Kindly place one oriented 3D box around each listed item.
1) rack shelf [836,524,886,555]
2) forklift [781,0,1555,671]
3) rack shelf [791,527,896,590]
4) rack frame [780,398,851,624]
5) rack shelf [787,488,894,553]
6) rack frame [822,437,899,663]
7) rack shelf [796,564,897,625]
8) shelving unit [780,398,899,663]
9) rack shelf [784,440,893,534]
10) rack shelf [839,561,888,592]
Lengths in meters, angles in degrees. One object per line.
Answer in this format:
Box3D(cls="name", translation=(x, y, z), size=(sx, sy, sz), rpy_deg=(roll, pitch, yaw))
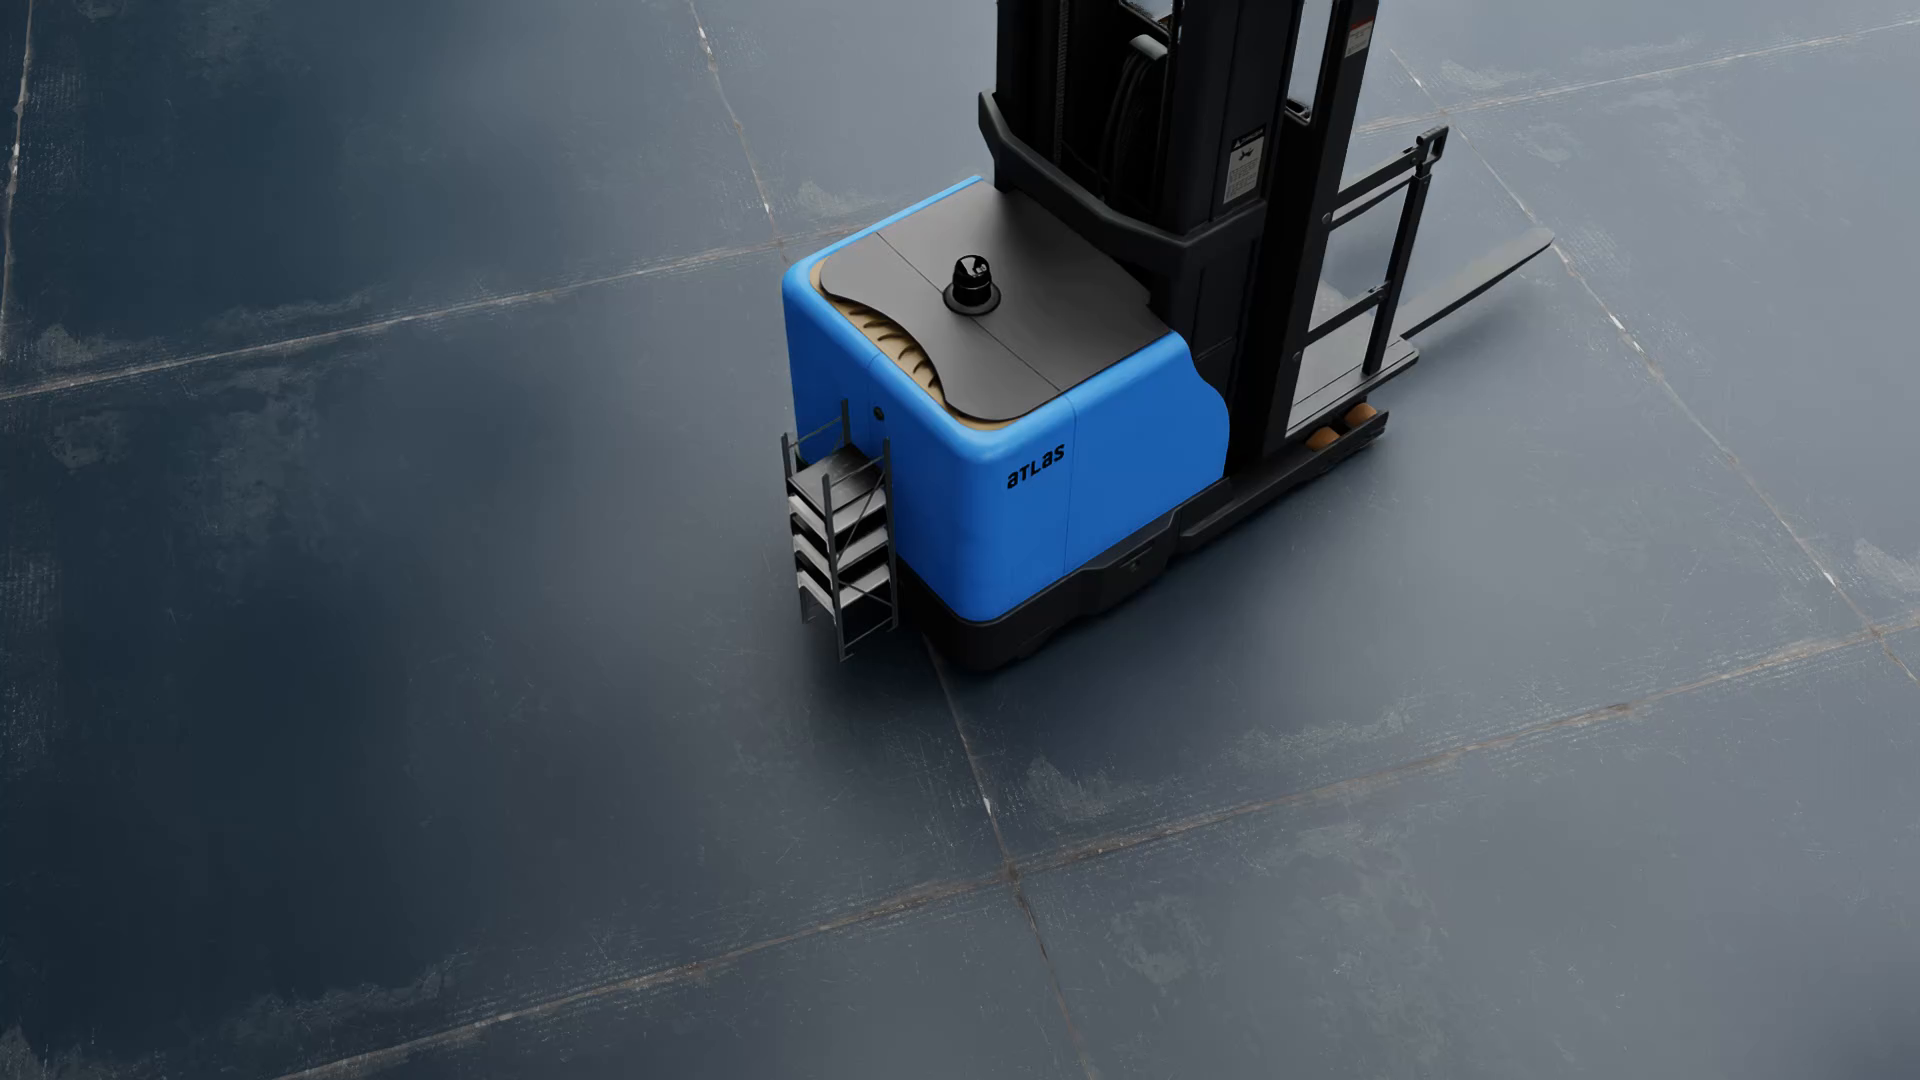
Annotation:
Box3D(cls="rack shelf", translation=(-0.363, -0.056, 5.115), size=(0.199, 0.015, 0.184), rpy_deg=(-32, 57, -24))
Box3D(cls="forklift", translation=(0.915, -1.474, 5.076), size=(3.031, 2.935, 1.130), rpy_deg=(-31, 56, -23))
Box3D(cls="rack shelf", translation=(-0.363, 0.012, 5.195), size=(0.258, 0.077, 0.200), rpy_deg=(-32, 57, -24))
Box3D(cls="rack frame", translation=(-0.427, -0.070, 5.220), size=(0.240, 0.900, 0.006), rpy_deg=(-32, 57, -24))
Box3D(cls="rack shelf", translation=(-0.363, -0.104, 5.057), size=(0.258, 0.077, 0.200), rpy_deg=(-32, 57, -24))
Box3D(cls="rack frame", translation=(-0.299, 0.051, 5.119), size=(0.240, 0.900, 0.006), rpy_deg=(-32, 57, -24))
Box3D(cls="rack shelf", translation=(-0.363, 0.128, 5.333), size=(0.258, 0.077, 0.200), rpy_deg=(-32, 57, -24))
Box3D(cls="shelving unit", translation=(-0.363, -0.010, 5.170), size=(0.258, 0.900, 0.210), rpy_deg=(-32, 57, -24))
Box3D(cls="rack shelf", translation=(-0.363, -0.162, 4.989), size=(0.258, 0.077, 0.200), rpy_deg=(-32, 57, -24))
Box3D(cls="rack shelf", translation=(-0.363, 0.060, 5.252), size=(0.199, 0.015, 0.184), rpy_deg=(-32, 57, -24))
